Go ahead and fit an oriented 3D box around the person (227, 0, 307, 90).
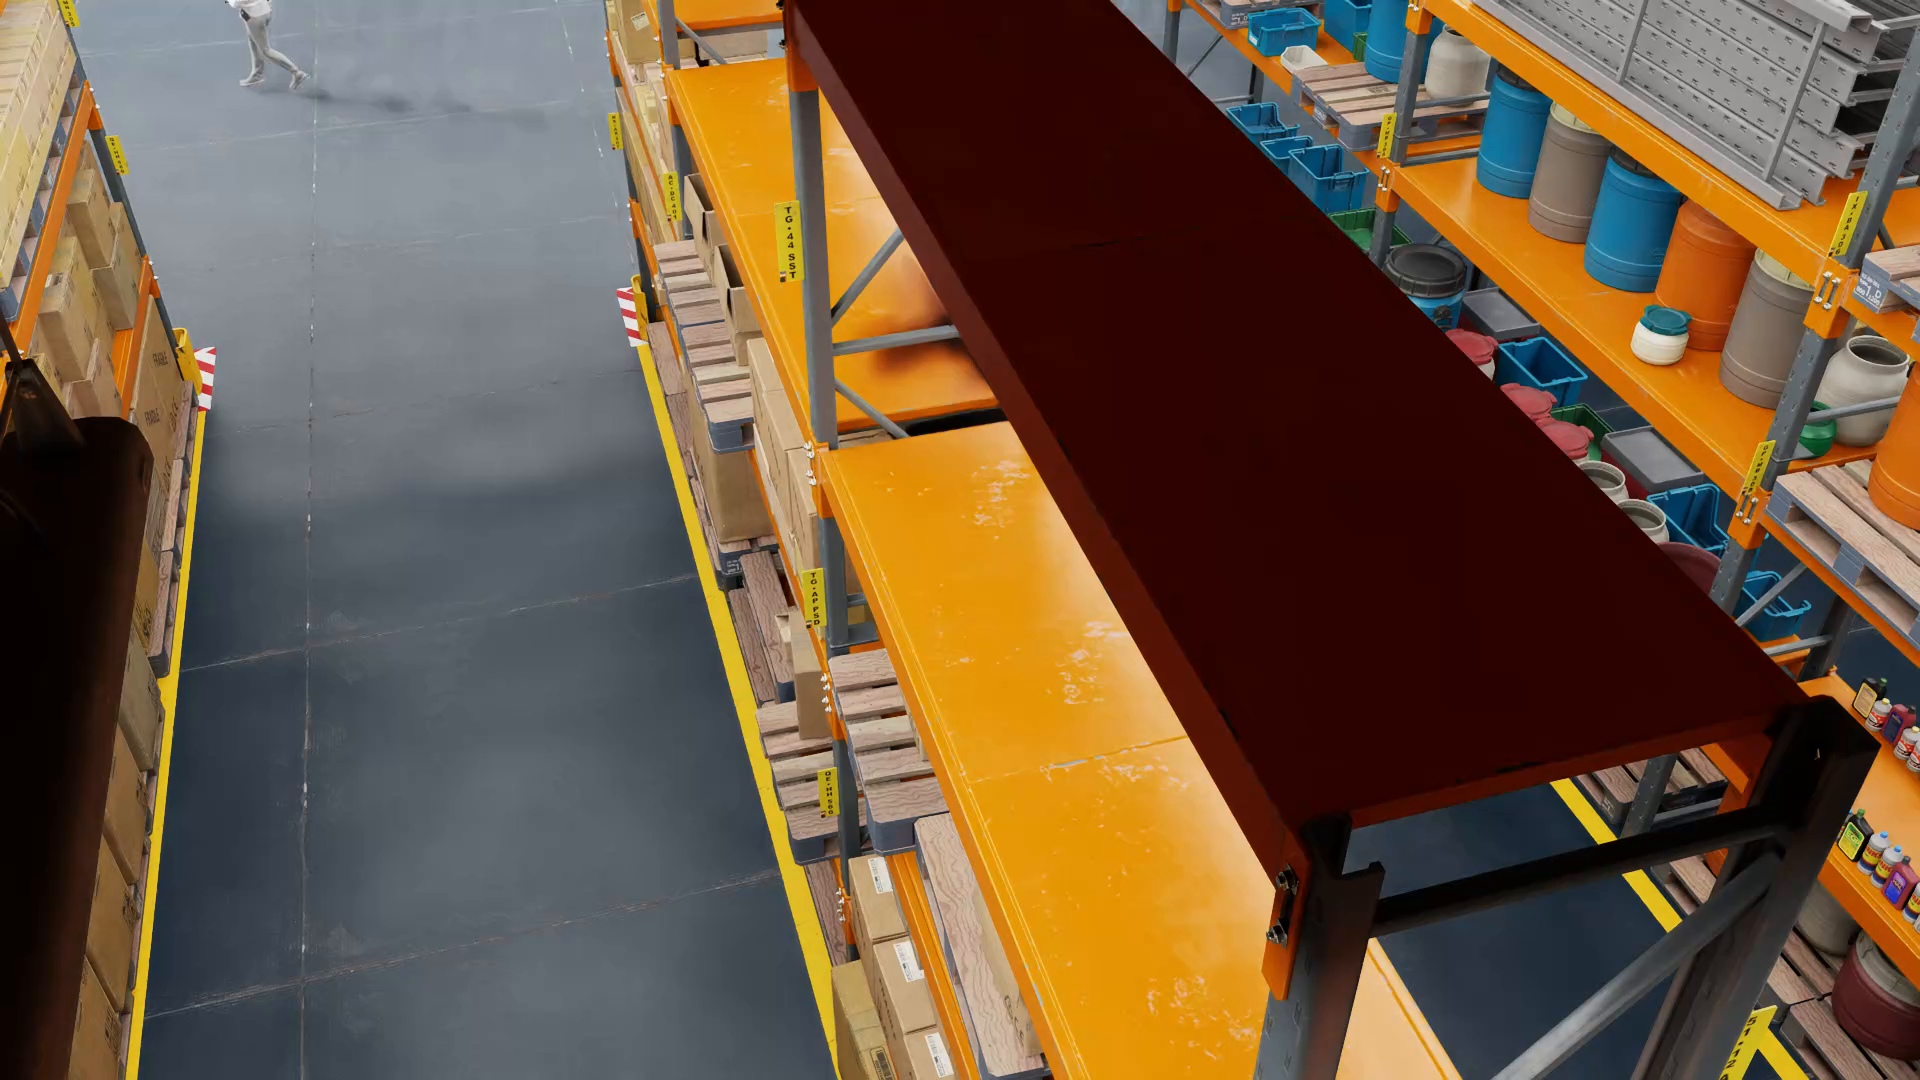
[{"bbox_3d":[-7.998,-5.944,18.927,0.939,1.684,0.609,5,39,7],"label":"person"}]
